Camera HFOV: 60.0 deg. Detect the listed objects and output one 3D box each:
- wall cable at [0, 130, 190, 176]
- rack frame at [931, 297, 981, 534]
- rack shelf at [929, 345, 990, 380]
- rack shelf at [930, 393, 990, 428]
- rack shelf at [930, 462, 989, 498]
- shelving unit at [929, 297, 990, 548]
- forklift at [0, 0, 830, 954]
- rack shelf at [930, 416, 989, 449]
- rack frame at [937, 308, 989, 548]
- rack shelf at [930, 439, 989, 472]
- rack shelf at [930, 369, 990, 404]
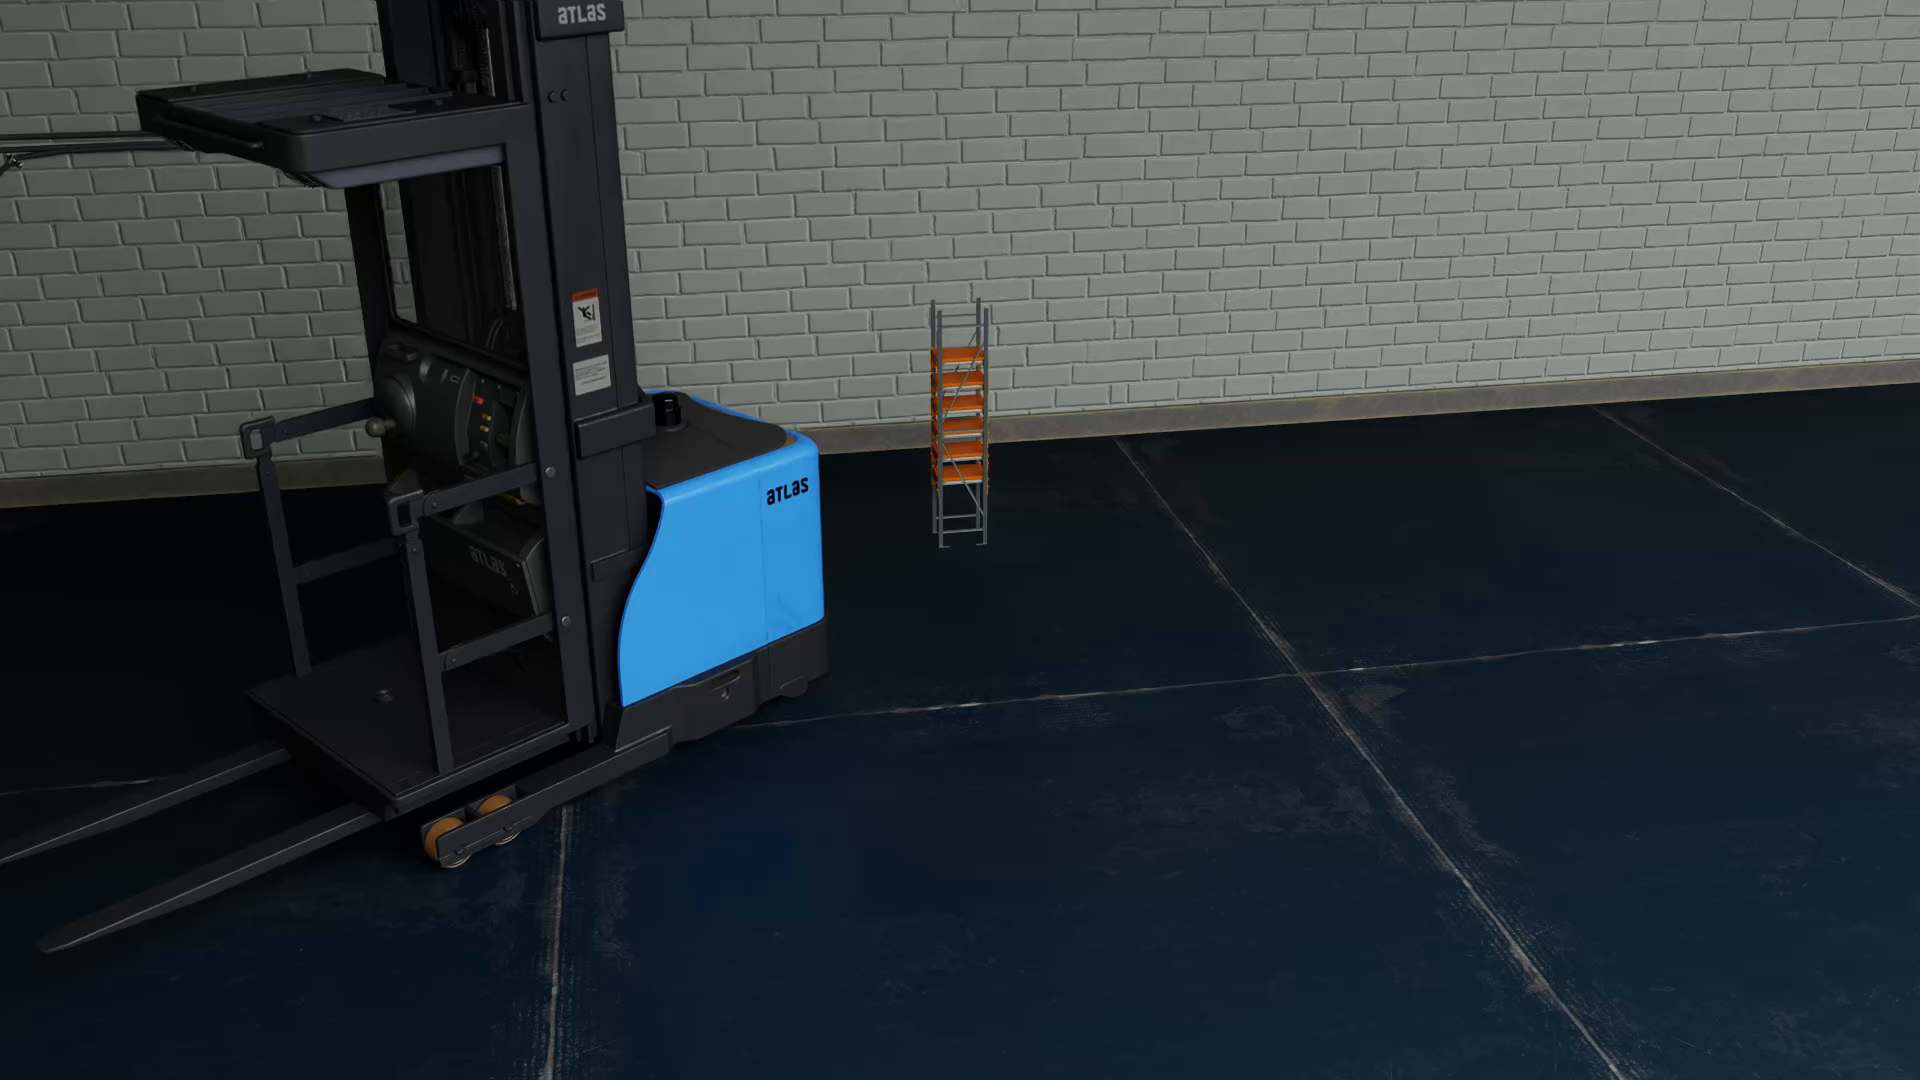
[{"bbox_3d":[-4.023,-2.927,7.587,3.097,2.526,0.112,-4,24,-10],"label":"wall cable"},{"bbox_3d":[-0.020,-0.592,8.105,0.240,1.200,0.006,-4,24,-10],"label":"rack frame"},{"bbox_3d":[-0.003,-0.845,7.897,0.258,0.103,0.180,-4,24,-10],"label":"rack shelf"},{"bbox_3d":[-0.003,-0.625,7.993,0.258,0.103,0.180,-4,24,-10],"label":"rack shelf"},{"bbox_3d":[-0.003,-0.295,8.137,0.258,0.103,0.180,-4,24,-10],"label":"rack shelf"},{"bbox_3d":[-0.003,-0.556,8.023,0.258,1.200,0.189,-4,24,-10],"label":"shelving unit"},{"bbox_3d":[-1.912,-0.454,5.628,1.130,2.935,3.031,21,31,39],"label":"forklift"},{"bbox_3d":[-0.003,-0.515,8.041,0.258,0.103,0.180,-4,24,-10],"label":"rack shelf"},{"bbox_3d":[0.014,-0.520,7.940,0.240,1.200,0.006,-4,24,-10],"label":"rack frame"},{"bbox_3d":[-0.003,-0.405,8.089,0.258,0.103,0.180,-4,24,-10],"label":"rack shelf"},{"bbox_3d":[-0.003,-0.735,7.945,0.258,0.103,0.180,-4,24,-10],"label":"rack shelf"}]
